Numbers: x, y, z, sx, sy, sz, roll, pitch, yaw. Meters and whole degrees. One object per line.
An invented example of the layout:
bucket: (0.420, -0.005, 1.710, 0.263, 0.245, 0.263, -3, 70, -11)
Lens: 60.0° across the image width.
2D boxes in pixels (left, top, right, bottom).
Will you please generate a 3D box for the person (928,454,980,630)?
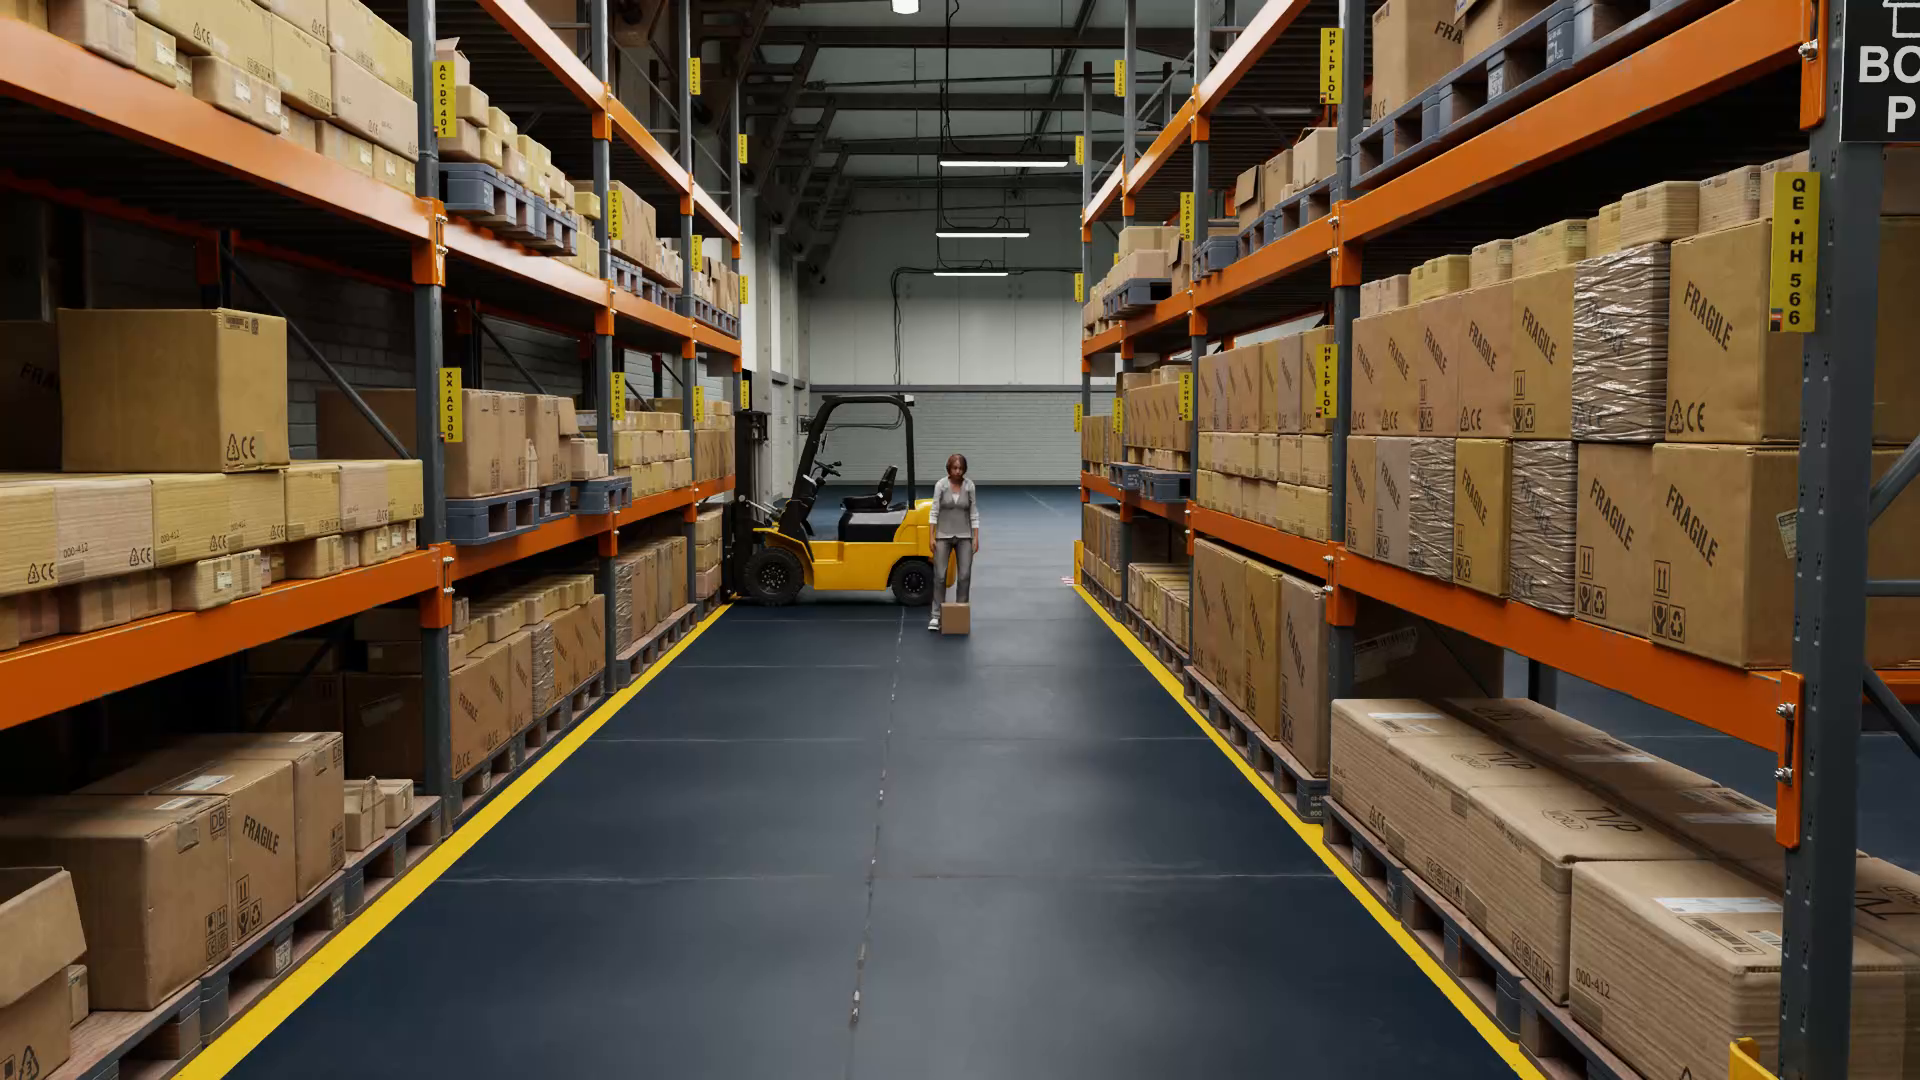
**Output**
person: (-0.057, 0.015, 15.027, 0.477, 1.591, 0.377, 0, 4, -5)
